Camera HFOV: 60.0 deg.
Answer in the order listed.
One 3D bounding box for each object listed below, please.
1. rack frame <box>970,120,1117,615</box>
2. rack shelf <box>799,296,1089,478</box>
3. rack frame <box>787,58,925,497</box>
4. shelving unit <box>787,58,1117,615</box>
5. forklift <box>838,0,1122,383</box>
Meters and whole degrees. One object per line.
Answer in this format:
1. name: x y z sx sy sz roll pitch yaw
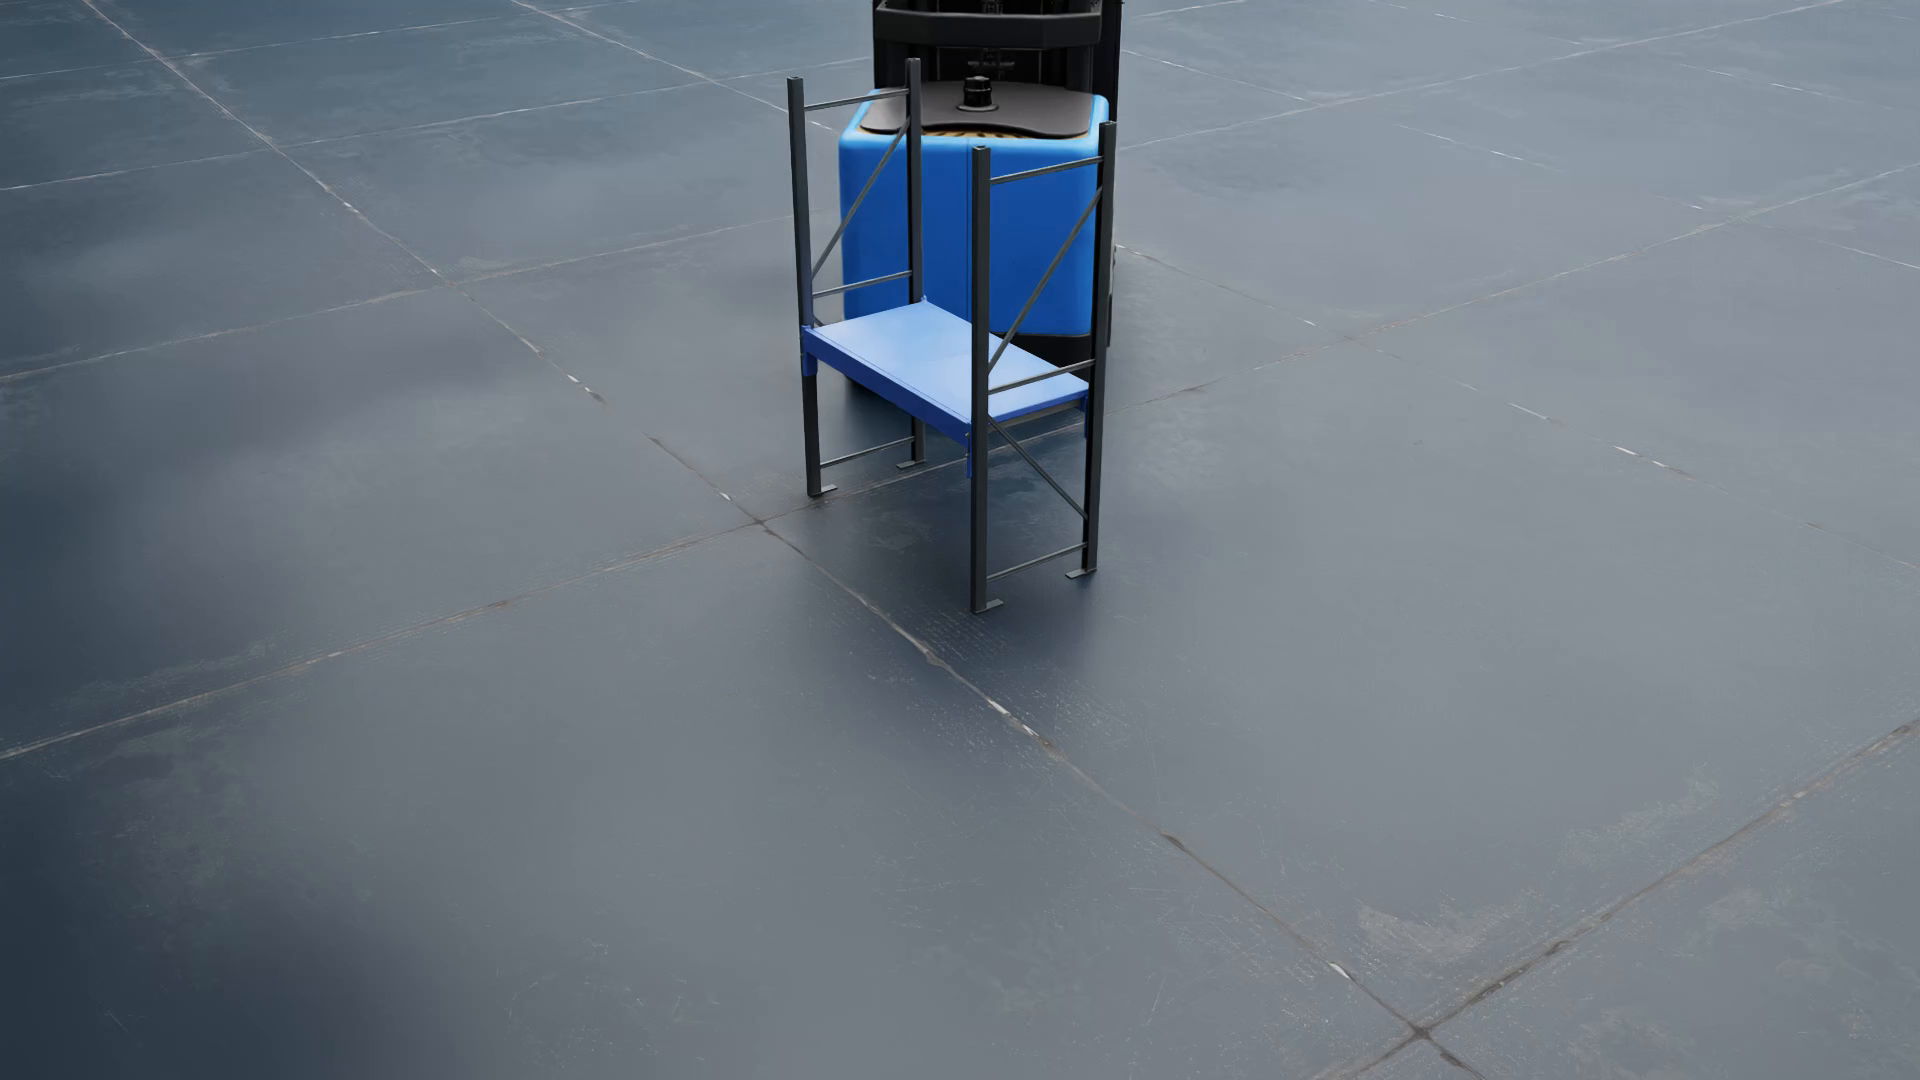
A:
1. rack frame: 0.245 -0.495 5.089 0.500 1.500 0.032 -19 34 -31
2. rack shelf: -0.049 -0.534 5.539 0.538 0.185 1.000 -19 34 -31
3. rack frame: -0.344 -0.890 5.817 0.500 1.500 0.032 -19 34 -31
4. shelving unit: -0.049 -0.692 5.453 0.538 1.500 1.048 -19 34 -31
5. forklift: 0.188 -2.560 7.393 1.130 2.935 3.031 3 29 5
